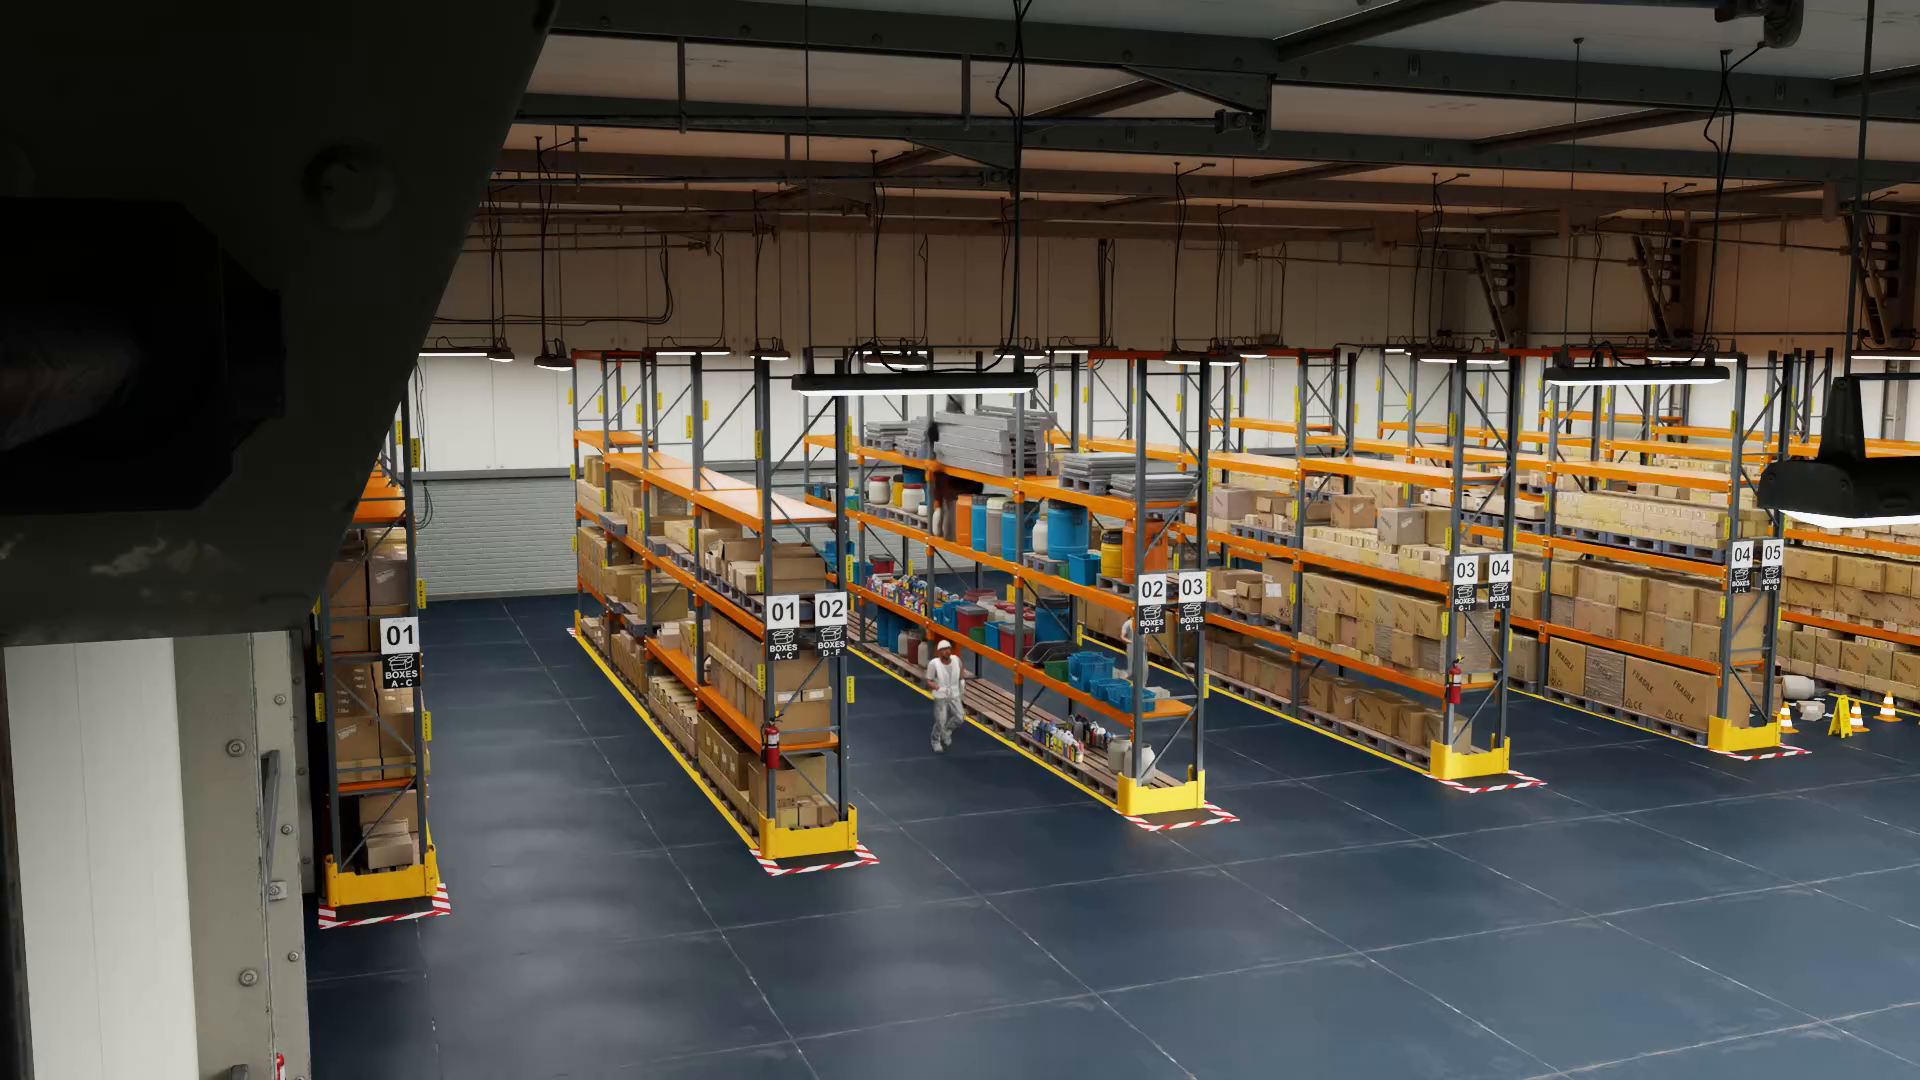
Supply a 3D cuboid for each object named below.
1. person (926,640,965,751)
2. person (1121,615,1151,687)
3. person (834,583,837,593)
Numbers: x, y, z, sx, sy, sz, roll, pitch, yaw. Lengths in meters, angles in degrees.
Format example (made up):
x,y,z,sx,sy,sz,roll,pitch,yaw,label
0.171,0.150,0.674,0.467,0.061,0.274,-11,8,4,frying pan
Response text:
x,y,z,sx,sy,sz,roll,pitch,yaw,label
-0.180,2.359,25.025,0.708,1.733,0.735,-3,8,-23,person
3.045,1.931,28.924,0.574,1.628,0.758,-4,8,-28,person
-2.769,0.851,38.042,0.683,1.670,0.575,-3,8,-21,person
